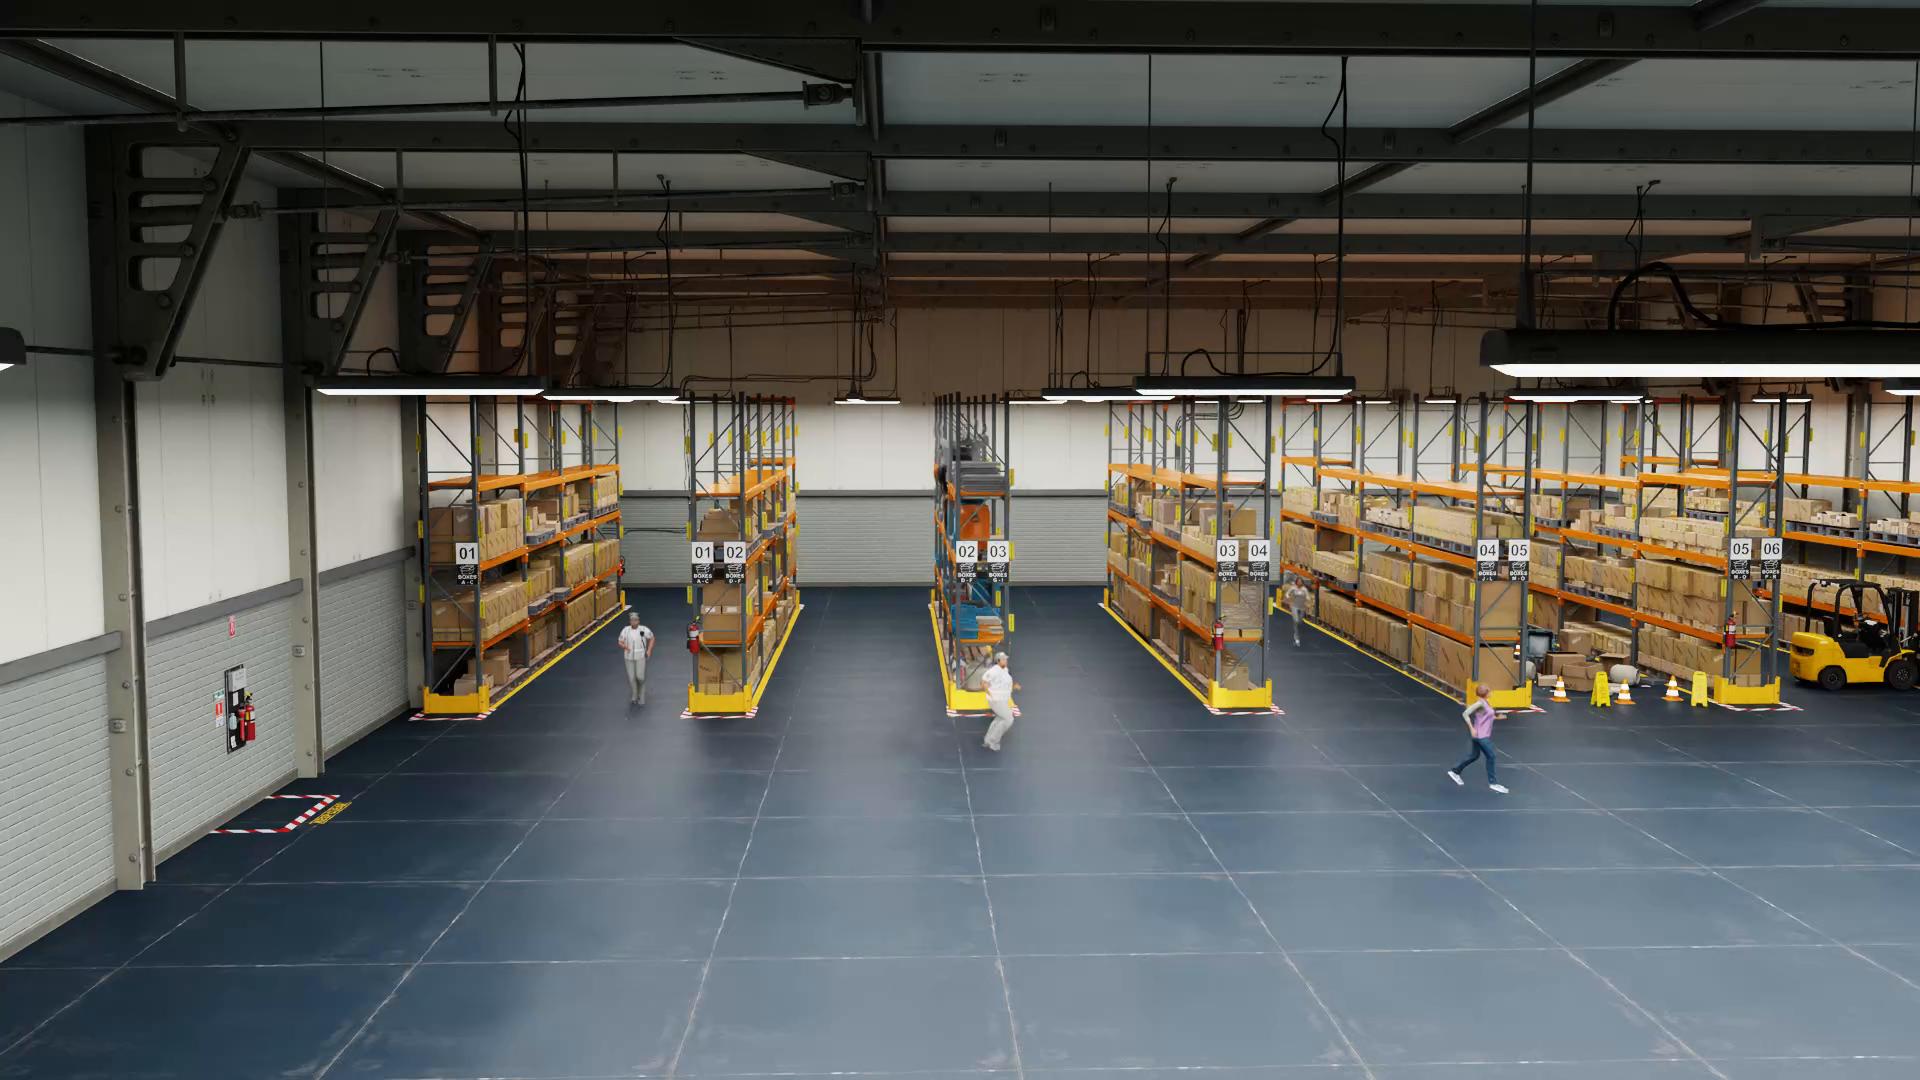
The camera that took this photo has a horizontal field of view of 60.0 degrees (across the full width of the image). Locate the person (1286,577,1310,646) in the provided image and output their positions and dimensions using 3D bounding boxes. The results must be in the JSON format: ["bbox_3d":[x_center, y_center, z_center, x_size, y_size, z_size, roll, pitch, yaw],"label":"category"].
[{"bbox_3d":[8.170,1.713,40.152,0.529,1.606,0.788,0,5,-2],"label":"person"}]

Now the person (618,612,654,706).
[{"bbox_3d":[-6.244,2.300,32.001,0.657,1.845,0.674,0,5,0],"label":"person"}]

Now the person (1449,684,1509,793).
[{"bbox_3d":[7.710,2.918,24.682,0.877,1.597,0.526,2,5,23],"label":"person"}]

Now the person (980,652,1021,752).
[{"bbox_3d":[0.690,2.691,27.686,0.645,1.664,0.580,2,5,24],"label":"person"}]

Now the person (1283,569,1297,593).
[{"bbox_3d":[9.725,0.936,49.135,0.684,1.700,0.725,3,5,31],"label":"person"}]
